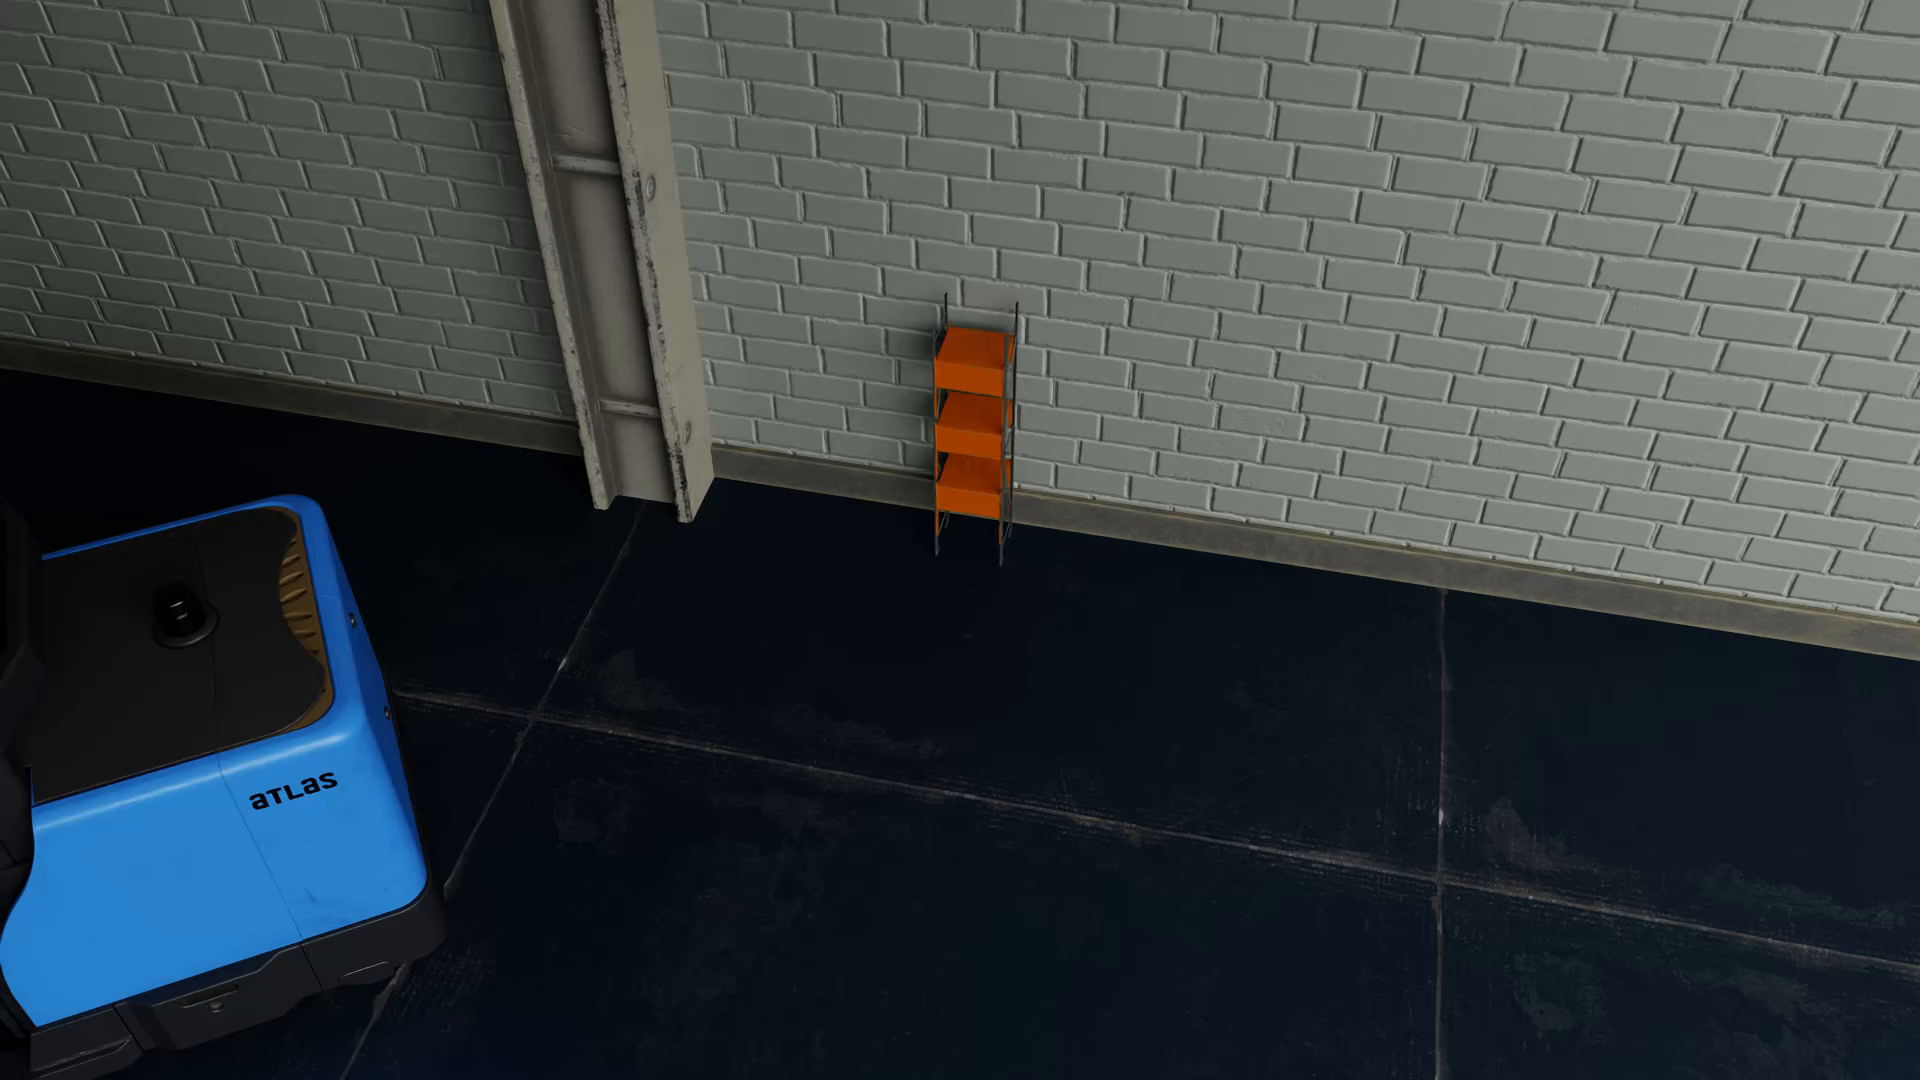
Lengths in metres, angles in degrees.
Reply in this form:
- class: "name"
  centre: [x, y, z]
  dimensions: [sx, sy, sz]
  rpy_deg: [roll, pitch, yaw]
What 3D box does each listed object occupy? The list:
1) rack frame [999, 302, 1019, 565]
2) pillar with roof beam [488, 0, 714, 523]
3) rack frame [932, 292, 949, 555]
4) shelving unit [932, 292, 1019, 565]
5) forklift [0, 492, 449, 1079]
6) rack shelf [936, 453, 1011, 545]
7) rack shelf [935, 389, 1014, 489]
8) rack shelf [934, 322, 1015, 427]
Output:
- class: "rack frame"
  centre: [0.171, -0.352, 5.858]
  dimensions: [0.008, 1.050, 0.200]
  rpy_deg: [9, 45, 9]
- class: "pillar with roof beam"
  centre: [-2.122, -0.527, 0.309]
  dimensions: [0.400, 9.000, 9.100]
  rpy_deg: [9, 45, 9]
- class: "rack frame"
  centre: [-0.067, -0.389, 5.897]
  dimensions: [0.008, 1.050, 0.200]
  rpy_deg: [9, 45, 9]
- class: "shelving unit"
  centre: [0.052, -0.370, 5.877]
  dimensions: [0.252, 1.050, 0.215]
  rpy_deg: [9, 45, 9]
- class: "forklift"
  centre: [-3.086, 0.267, 3.859]
  dimensions: [3.031, 2.935, 1.130]
  rpy_deg: [-16, 46, -16]
- class: "rack shelf"
  centre: [0.052, -0.162, 6.078]
  dimensions: [0.240, 0.259, 0.215]
  rpy_deg: [9, 45, 9]
- class: "rack shelf"
  centre: [0.052, -0.363, 5.885]
  dimensions: [0.240, 0.259, 0.215]
  rpy_deg: [9, 45, 9]
- class: "rack shelf"
  centre: [0.052, -0.567, 5.688]
  dimensions: [0.240, 0.259, 0.215]
  rpy_deg: [9, 45, 9]
